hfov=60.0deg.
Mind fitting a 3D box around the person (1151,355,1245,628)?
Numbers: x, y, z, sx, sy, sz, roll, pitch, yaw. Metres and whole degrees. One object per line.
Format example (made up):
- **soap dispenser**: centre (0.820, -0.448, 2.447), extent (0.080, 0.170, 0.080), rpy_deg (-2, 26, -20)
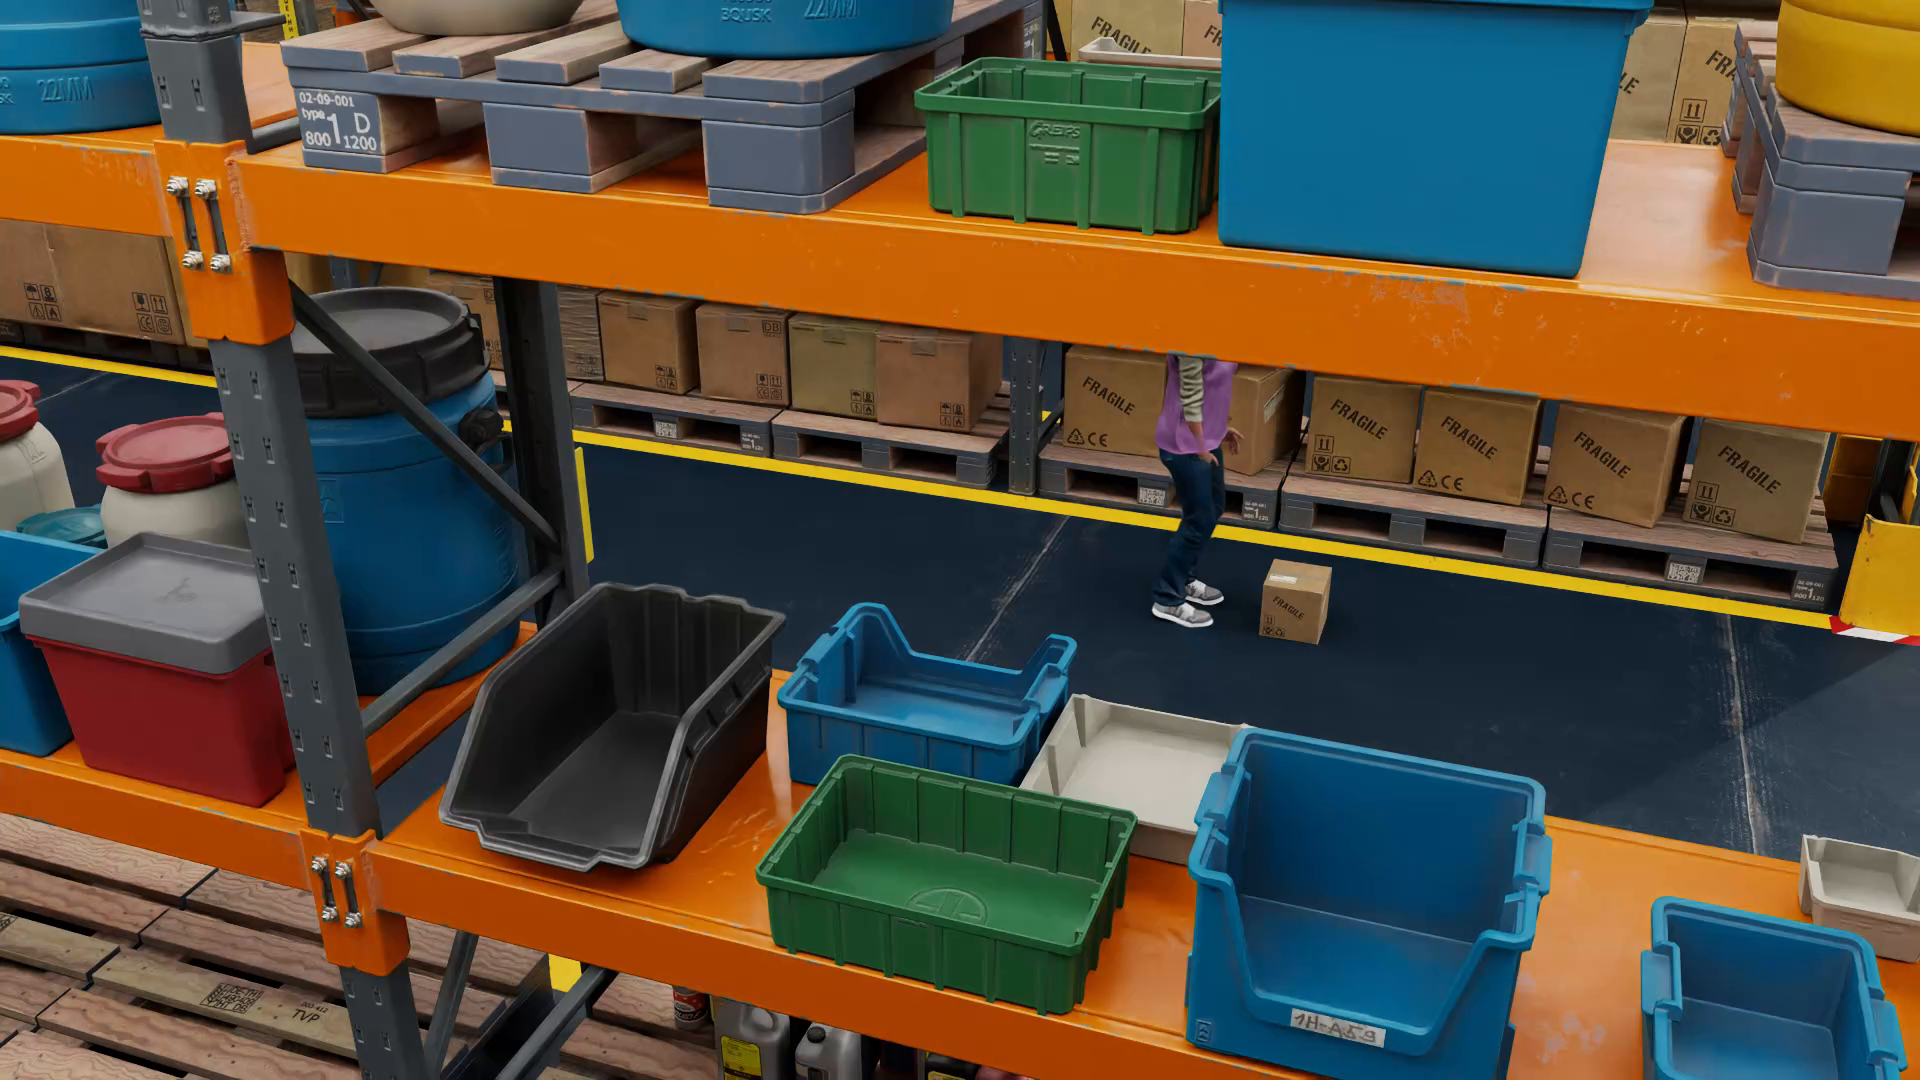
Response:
- **person**: centre (1.001, -0.402, 7.003), extent (0.353, 1.558, 0.420), rpy_deg (10, 28, 19)
